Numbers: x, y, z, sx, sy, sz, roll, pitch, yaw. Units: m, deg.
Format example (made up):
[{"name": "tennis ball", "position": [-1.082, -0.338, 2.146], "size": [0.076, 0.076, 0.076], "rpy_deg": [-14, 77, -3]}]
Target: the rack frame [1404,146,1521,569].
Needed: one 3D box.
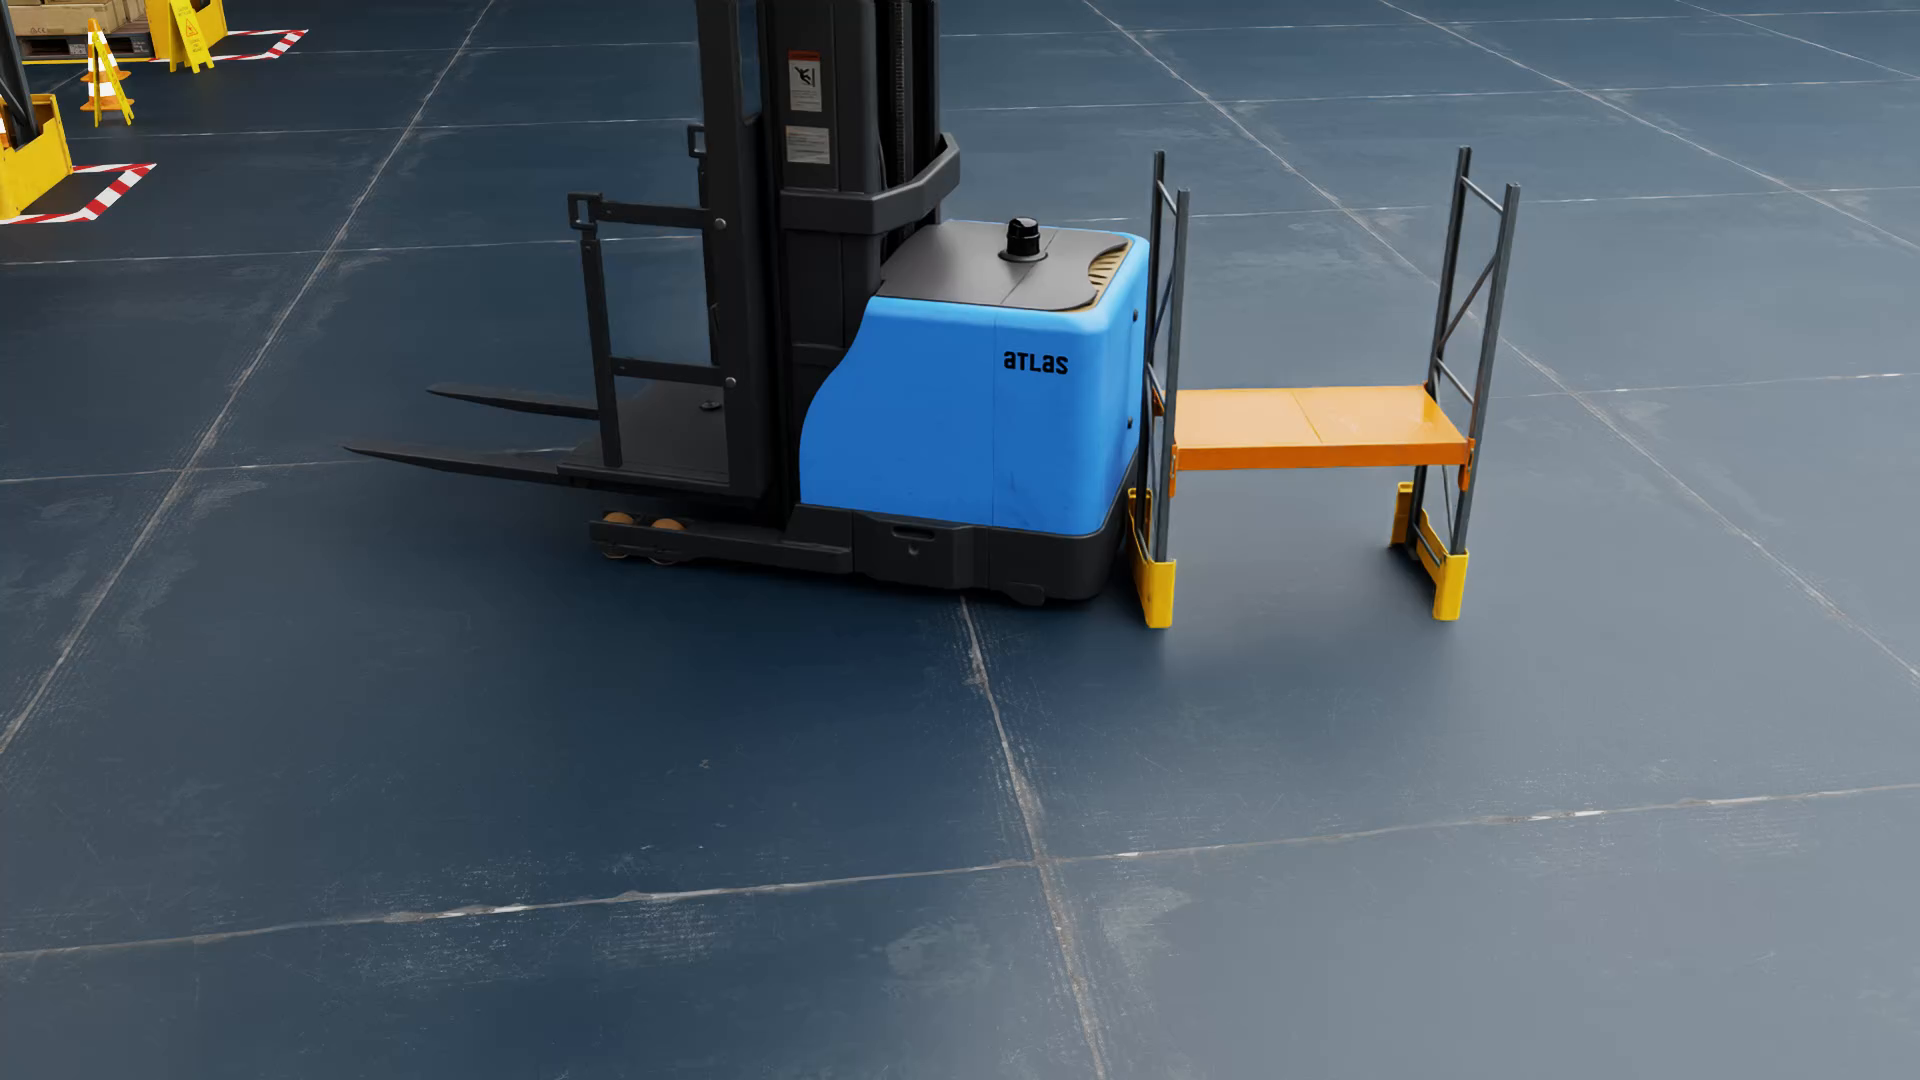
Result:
[{"name": "rack frame", "position": [1.682, -0.524, 5.628], "size": [0.032, 1.500, 0.500], "rpy_deg": [-1, 27, -3]}]

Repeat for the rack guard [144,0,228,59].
[{"name": "rack guard", "position": [-6.842, -4.629, 14.724], "size": [0.348, 0.500, 1.175], "rpy_deg": [-4, 27, -7]}]

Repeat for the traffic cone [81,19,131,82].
[{"name": "traffic cone", "position": [-7.013, -4.007, 13.552], "size": [0.334, 0.463, 0.336], "rpy_deg": [-4, 27, -7]}]

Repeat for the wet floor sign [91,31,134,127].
[{"name": "wet floor sign", "position": [-6.224, -3.364, 12.100], "size": [0.232, 0.644, 0.267], "rpy_deg": [-8, 28, -16]}]

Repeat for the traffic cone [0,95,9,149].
[{"name": "traffic cone", "position": [-6.701, -2.994, 11.579], "size": [0.334, 0.463, 0.336], "rpy_deg": [-4, 27, -7]}]

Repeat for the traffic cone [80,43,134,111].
[{"name": "traffic cone", "position": [-6.522, -3.527, 12.616], "size": [0.334, 0.463, 0.336], "rpy_deg": [-4, 27, -7]}]

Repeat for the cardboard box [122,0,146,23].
[{"name": "cardboard box", "position": [-7.604, -4.783, 14.838], "size": [0.500, 0.250, 0.500], "rpy_deg": [-4, 27, -8]}]

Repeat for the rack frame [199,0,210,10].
[{"name": "rack frame", "position": [-6.767, -5.746, 14.163], "size": [0.127, 3.000, 1.000], "rpy_deg": [-4, 27, -7]}]

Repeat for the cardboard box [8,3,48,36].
[{"name": "cardboard box", "position": [-8.044, -4.507, 14.300], "size": [0.500, 0.250, 0.500], "rpy_deg": [-4, 27, -7]}]

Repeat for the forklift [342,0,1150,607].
[{"name": "forklift", "position": [-0.860, -1.435, 5.837], "size": [3.031, 2.935, 1.130], "rpy_deg": [7, 28, 13]}]

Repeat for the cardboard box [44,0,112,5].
[{"name": "cardboard box", "position": [-7.524, -4.874, 14.194], "size": [0.500, 0.500, 0.500], "rpy_deg": [-4, 27, -7]}]

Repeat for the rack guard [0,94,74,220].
[{"name": "rack guard", "position": [-5.953, -2.404, 10.388], "size": [0.348, 0.500, 1.175], "rpy_deg": [-4, 27, -7]}]

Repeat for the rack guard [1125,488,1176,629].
[{"name": "rack guard", "position": [0.668, 0.056, 5.867], "size": [0.087, 0.250, 0.587], "rpy_deg": [-1, 27, -3]}]

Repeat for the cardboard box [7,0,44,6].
[{"name": "cardboard box", "position": [-8.040, -4.840, 14.127], "size": [0.500, 0.500, 0.500], "rpy_deg": [-3, 27, -5]}]

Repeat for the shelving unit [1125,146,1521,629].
[{"name": "shelving unit", "position": [1.165, -0.512, 5.604], "size": [1.083, 1.500, 0.587], "rpy_deg": [-1, 27, -3]}]

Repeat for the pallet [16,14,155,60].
[{"name": "pallet", "position": [-7.652, -4.465, 14.720], "size": [1.213, 0.211, 1.003], "rpy_deg": [-4, 27, -7]}]

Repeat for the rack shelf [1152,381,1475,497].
[{"name": "rack shelf", "position": [1.174, -0.352, 5.687], "size": [1.000, 0.185, 0.538], "rpy_deg": [-1, 27, -3]}]

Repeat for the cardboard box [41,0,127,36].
[{"name": "cardboard box", "position": [-7.554, -4.535, 14.354], "size": [0.500, 0.250, 0.500], "rpy_deg": [-4, 27, -7]}]

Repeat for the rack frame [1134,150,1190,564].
[{"name": "rack frame", "position": [0.667, -0.500, 5.581], "size": [0.032, 1.500, 0.500], "rpy_deg": [-1, 27, -3]}]

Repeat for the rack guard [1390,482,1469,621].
[{"name": "rack guard", "position": [1.663, 0.033, 5.912], "size": [0.087, 0.250, 0.587], "rpy_deg": [-1, 27, -3]}]

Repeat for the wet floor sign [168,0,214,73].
[{"name": "wet floor sign", "position": [-6.430, -4.227, 13.781], "size": [0.232, 0.644, 0.267], "rpy_deg": [6, 28, 11]}]

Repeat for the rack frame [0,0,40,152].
[{"name": "rack frame", "position": [-5.977, -3.515, 9.814], "size": [0.127, 3.000, 1.000], "rpy_deg": [-4, 27, -7]}]
